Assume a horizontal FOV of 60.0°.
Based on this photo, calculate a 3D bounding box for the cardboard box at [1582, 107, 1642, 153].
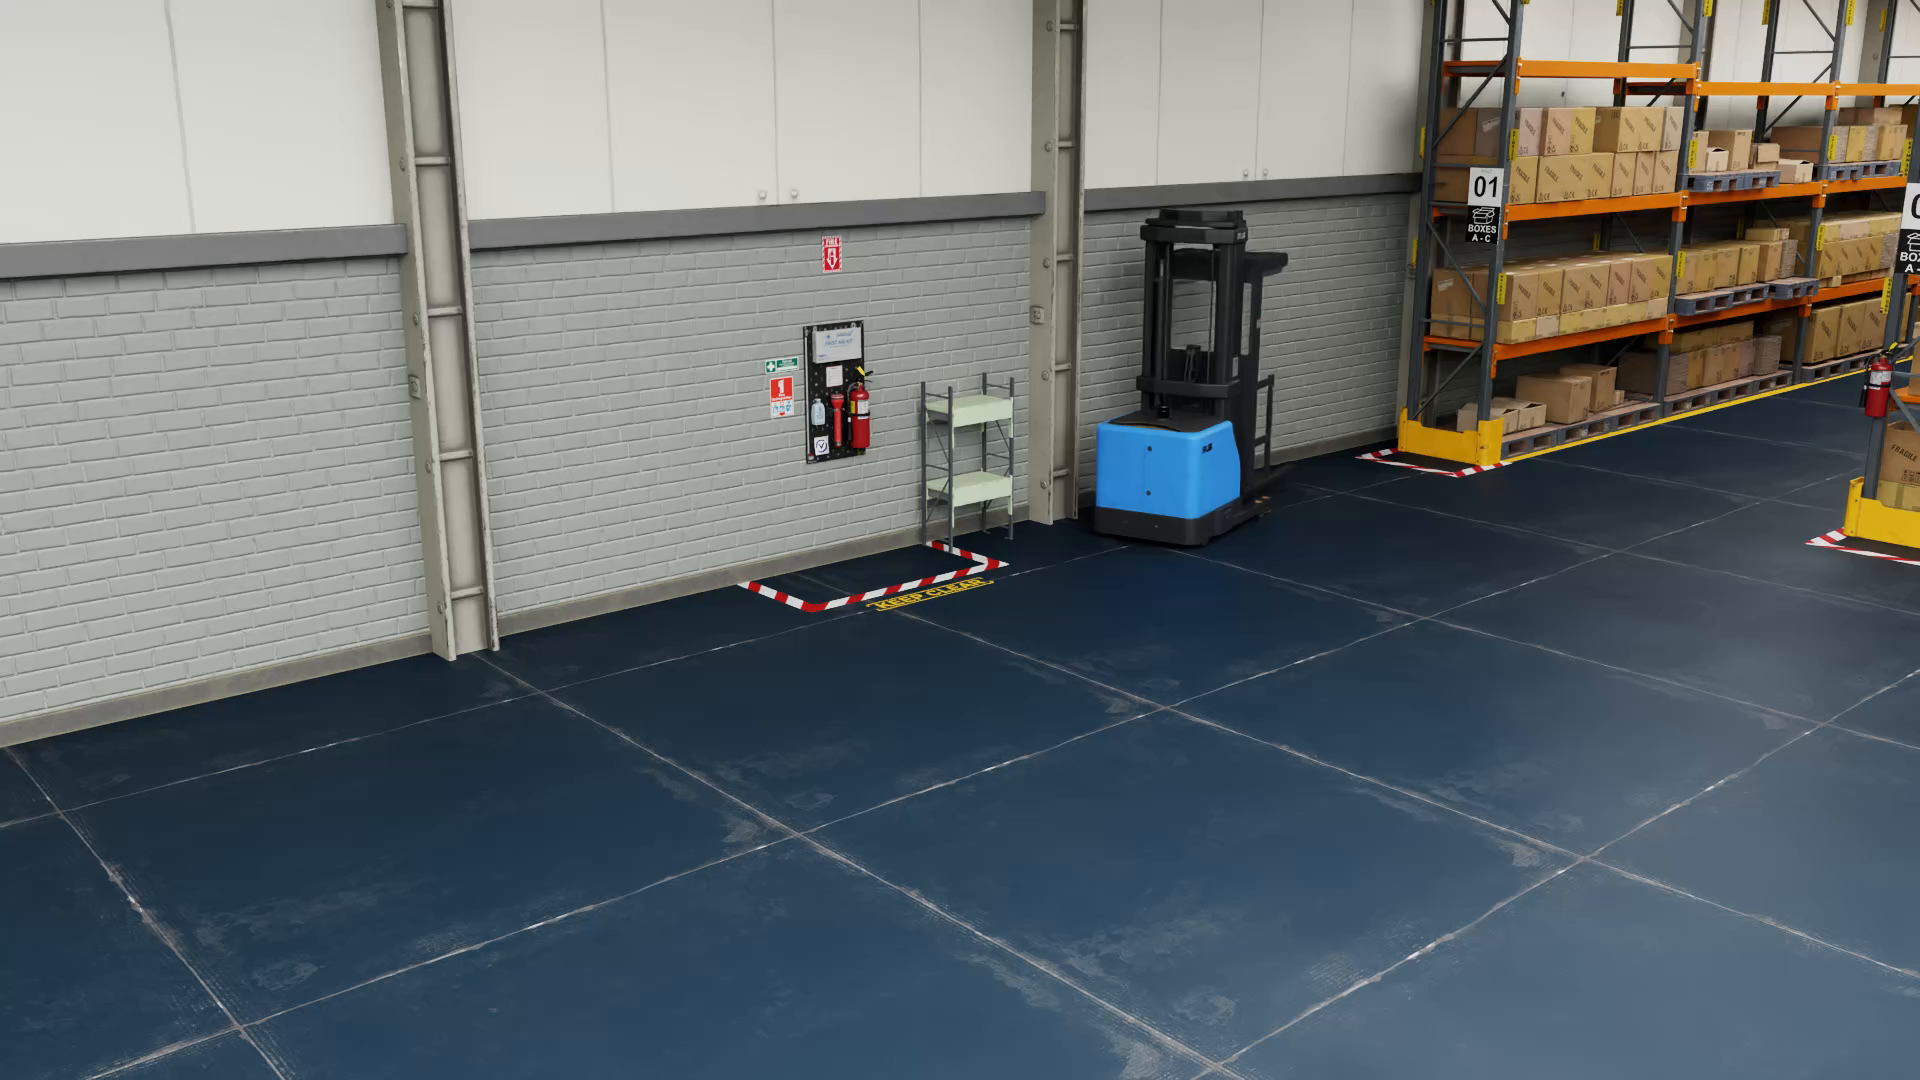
[{"bbox_3d":[7.483,-4.731,19.167,0.500,0.500,0.500,-14,20,-41],"label":"cardboard box"}]

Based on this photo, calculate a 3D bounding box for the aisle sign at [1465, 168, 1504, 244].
[{"bbox_3d":[5.602,-3.572,17.772,0.004,0.787,0.394,-13,19,-39],"label":"aisle sign"}]

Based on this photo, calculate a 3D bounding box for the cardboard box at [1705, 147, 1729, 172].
[{"bbox_3d":[9.406,-4.854,21.157,0.500,0.311,0.500,-12,19,-38],"label":"cardboard box"}]

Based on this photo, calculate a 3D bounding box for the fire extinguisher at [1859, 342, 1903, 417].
[{"bbox_3d":[8.319,-1.456,15.037,0.183,0.674,0.296,-13,19,-39],"label":"fire extinguisher"}]

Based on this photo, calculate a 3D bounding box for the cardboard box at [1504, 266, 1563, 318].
[{"bbox_3d":[6.396,-2.790,18.681,0.500,0.500,0.500,-13,19,-39],"label":"cardboard box"}]

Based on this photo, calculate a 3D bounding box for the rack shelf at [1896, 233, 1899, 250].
[{"bbox_3d":[10.222,-2.863,15.737,4.000,0.370,1.077,-13,19,-39],"label":"rack shelf"}]

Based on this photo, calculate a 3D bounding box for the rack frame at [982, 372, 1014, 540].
[{"bbox_3d":[0.345,-0.765,15.207,0.023,1.500,0.400,-13,20,-40],"label":"rack frame"}]

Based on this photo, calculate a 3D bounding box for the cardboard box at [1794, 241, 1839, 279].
[{"bbox_3d":[12.028,-3.976,23.513,0.500,0.500,0.500,-12,19,-38],"label":"cardboard box"}]

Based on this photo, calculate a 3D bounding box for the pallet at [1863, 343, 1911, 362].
[{"bbox_3d":[13.979,-2.927,25.797,1.213,0.211,1.003,-13,19,-39],"label":"pallet"}]

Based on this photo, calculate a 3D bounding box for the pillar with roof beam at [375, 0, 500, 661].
[{"bbox_3d":[-0.807,-2.701,7.923,0.400,9.000,9.100,-13,19,-39],"label":"pillar with roof beam"}]

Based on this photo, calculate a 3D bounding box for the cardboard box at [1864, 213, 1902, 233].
[{"bbox_3d":[13.935,-4.769,25.031,0.500,0.250,0.500,-12,19,-38],"label":"cardboard box"}]

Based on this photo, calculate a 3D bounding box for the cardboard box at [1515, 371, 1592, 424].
[{"bbox_3d":[7.056,-1.702,19.801,0.500,0.500,0.700,-14,21,-43],"label":"cardboard box"}]

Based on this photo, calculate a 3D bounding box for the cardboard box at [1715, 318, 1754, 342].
[{"bbox_3d":[10.514,-2.892,22.804,0.500,0.250,0.500,-12,19,-38],"label":"cardboard box"}]

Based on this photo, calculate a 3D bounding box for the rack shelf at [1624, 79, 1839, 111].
[{"bbox_3d":[9.985,-5.760,21.547,4.000,0.370,1.077,-13,19,-39],"label":"rack shelf"}]

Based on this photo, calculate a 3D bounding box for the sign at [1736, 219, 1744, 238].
[{"bbox_3d":[11.127,-4.408,23.698,0.005,0.325,0.100,-13,19,-39],"label":"sign"}]

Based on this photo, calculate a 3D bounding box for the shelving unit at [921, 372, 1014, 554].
[{"bbox_3d":[0.070,-0.702,14.973,0.755,1.500,0.431,-13,20,-40],"label":"shelving unit"}]

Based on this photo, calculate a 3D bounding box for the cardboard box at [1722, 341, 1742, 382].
[{"bbox_3d":[10.164,-2.460,22.638,0.500,0.500,0.700,-13,20,-40],"label":"cardboard box"}]

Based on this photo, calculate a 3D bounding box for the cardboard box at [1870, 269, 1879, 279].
[{"bbox_3d":[13.455,-3.988,24.817,0.250,0.149,0.380,-13,20,-41],"label":"cardboard box"}]

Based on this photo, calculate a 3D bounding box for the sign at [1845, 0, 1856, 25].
[{"bbox_3d":[11.858,-7.025,22.151,0.005,0.325,0.100,-13,19,-39],"label":"sign"}]

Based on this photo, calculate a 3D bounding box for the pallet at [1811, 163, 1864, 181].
[{"bbox_3d":[11.945,-5.219,23.529,1.003,0.211,1.213,-12,19,-37],"label":"pallet"}]

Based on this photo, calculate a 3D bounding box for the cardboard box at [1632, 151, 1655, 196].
[{"bbox_3d":[7.868,-4.354,19.694,0.500,0.500,0.500,14,20,42],"label":"cardboard box"}]

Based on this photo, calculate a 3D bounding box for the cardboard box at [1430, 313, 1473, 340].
[{"bbox_3d":[5.684,-2.440,18.826,0.500,0.250,0.500,-12,19,-39],"label":"cardboard box"}]

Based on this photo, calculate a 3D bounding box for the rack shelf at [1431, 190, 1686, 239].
[{"bbox_3d":[6.968,-3.827,19.345,4.000,0.370,1.077,-13,19,-39],"label":"rack shelf"}]

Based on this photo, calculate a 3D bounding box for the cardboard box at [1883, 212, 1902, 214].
[{"bbox_3d":[14.327,-4.854,25.348,0.500,0.250,0.500,-12,19,-38],"label":"cardboard box"}]

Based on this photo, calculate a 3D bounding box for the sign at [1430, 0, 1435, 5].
[{"bbox_3d":[5.110,-5.924,17.874,0.005,0.325,0.100,-13,19,-39],"label":"sign"}]

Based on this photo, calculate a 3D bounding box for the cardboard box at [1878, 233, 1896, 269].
[{"bbox_3d":[13.566,-4.322,24.808,0.500,0.500,0.500,-13,19,-39],"label":"cardboard box"}]

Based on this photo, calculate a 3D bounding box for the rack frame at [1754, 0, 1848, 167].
[{"bbox_3d":[11.494,-6.640,22.671,0.127,3.000,1.000,-13,19,-39],"label":"rack frame"}]

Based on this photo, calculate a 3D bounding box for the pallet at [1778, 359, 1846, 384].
[{"bbox_3d":[12.138,-2.513,24.250,1.213,0.211,1.003,-13,19,-39],"label":"pallet"}]

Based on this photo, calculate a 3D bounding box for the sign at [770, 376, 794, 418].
[{"bbox_3d":[-1.481,-1.189,13.821,0.234,0.329,0.001,-13,19,-39],"label":"sign"}]

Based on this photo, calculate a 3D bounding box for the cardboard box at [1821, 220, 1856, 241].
[{"bbox_3d":[12.411,-4.423,23.736,0.500,0.250,0.500,-13,20,-40],"label":"cardboard box"}]

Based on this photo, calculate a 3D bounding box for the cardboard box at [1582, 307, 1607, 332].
[{"bbox_3d":[7.189,-2.605,19.444,0.500,0.250,0.500,-12,19,-39],"label":"cardboard box"}]

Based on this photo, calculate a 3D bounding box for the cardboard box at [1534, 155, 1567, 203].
[{"bbox_3d":[6.304,-3.985,18.313,0.500,0.500,0.500,-11,19,-36],"label":"cardboard box"}]

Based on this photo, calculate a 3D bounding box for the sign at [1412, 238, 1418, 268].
[{"bbox_3d":[5.110,-3.210,18.598,0.005,0.325,0.100,-13,19,-39],"label":"sign"}]

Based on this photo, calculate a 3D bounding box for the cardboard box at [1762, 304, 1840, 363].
[{"bbox_3d":[12.135,-3.005,24.039,0.750,0.750,0.750,-13,20,-40],"label":"cardboard box"}]

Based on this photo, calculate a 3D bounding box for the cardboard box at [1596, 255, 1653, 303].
[{"bbox_3d":[7.950,-3.137,19.982,0.500,0.500,0.500,-13,20,-40],"label":"cardboard box"}]

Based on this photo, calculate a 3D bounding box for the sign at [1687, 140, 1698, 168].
[{"bbox_3d":[8.838,-4.659,20.064,0.005,0.325,0.100,-13,19,-39],"label":"sign"}]

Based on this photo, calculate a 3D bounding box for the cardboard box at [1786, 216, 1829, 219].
[{"bbox_3d":[12.448,-4.606,24.420,0.500,0.250,0.500,-13,20,-41],"label":"cardboard box"}]

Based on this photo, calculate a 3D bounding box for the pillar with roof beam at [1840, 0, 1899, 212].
[{"bbox_3d":[17.298,-6.766,23.144,0.400,9.000,9.100,-13,19,-39],"label":"pillar with roof beam"}]

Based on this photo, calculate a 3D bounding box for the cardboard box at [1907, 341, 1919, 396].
[{"bbox_3d":[9.074,-1.547,15.037,0.500,0.500,0.700,-13,19,-39],"label":"cardboard box"}]

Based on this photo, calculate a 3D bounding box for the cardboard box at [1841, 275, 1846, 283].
[{"bbox_3d":[12.645,-3.822,24.195,0.250,0.149,0.380,-12,19,-38],"label":"cardboard box"}]

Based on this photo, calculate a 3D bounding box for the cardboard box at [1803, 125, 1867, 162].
[{"bbox_3d":[12.613,-5.736,24.053,0.500,0.500,0.700,-11,19,-37],"label":"cardboard box"}]

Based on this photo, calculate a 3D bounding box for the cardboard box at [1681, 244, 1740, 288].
[{"bbox_3d":[9.785,-3.615,21.926,0.500,0.500,0.700,-10,18,-32],"label":"cardboard box"}]

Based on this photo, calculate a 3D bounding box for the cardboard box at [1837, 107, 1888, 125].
[{"bbox_3d":[13.355,-6.272,24.605,0.500,0.250,0.500,-13,20,-41],"label":"cardboard box"}]

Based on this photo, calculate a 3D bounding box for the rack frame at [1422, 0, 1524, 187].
[{"bbox_3d":[5.459,-5.285,17.597,0.127,3.000,1.000,-13,19,-39],"label":"rack frame"}]

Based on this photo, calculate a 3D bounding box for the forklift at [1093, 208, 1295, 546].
[{"bbox_3d":[2.418,-1.692,15.905,1.130,2.935,3.031,9,17,30],"label":"forklift"}]

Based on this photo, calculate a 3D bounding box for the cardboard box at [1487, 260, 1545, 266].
[{"bbox_3d":[6.448,-2.979,19.388,0.500,0.500,0.500,-13,20,-41],"label":"cardboard box"}]

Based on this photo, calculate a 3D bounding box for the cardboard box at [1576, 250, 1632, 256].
[{"bbox_3d":[7.985,-3.324,20.682,0.500,0.500,0.500,-13,20,-41],"label":"cardboard box"}]

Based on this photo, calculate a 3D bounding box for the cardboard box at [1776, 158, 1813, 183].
[{"bbox_3d":[11.128,-4.983,22.413,0.500,0.311,0.500,-13,19,-39],"label":"cardboard box"}]

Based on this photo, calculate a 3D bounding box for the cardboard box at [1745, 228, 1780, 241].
[{"bbox_3d":[11.020,-4.194,22.836,0.380,0.149,0.250,12,19,38],"label":"cardboard box"}]

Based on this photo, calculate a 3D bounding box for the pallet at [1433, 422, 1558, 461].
[{"bbox_3d":[6.152,-1.183,19.269,1.213,0.211,1.003,-13,19,-39],"label":"pallet"}]
